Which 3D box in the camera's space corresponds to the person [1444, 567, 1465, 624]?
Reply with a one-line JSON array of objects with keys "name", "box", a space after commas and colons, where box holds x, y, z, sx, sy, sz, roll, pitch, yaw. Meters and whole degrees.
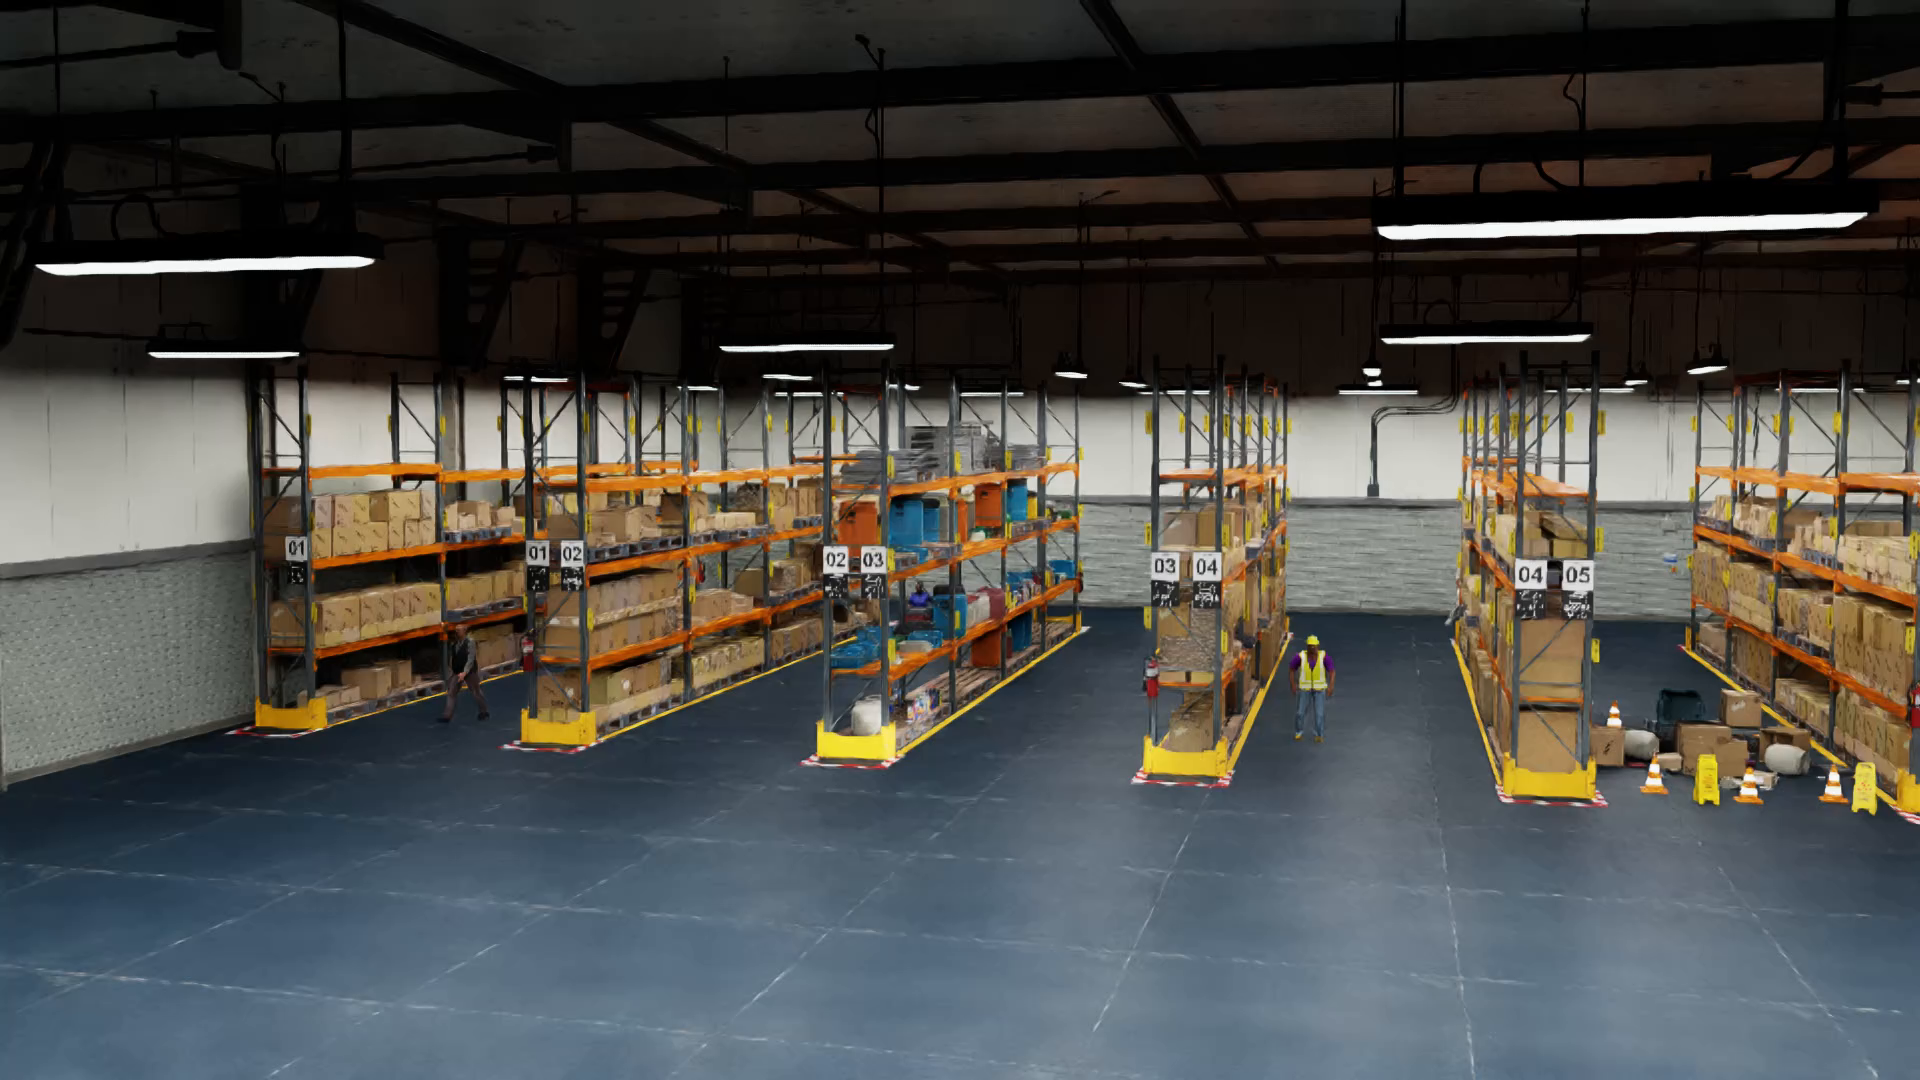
[{"name": "person", "box": [12.480, 1.402, 41.480, 0.736, 1.492, 0.503, -2, 4, -27]}]

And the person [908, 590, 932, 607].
[{"name": "person", "box": [-0.857, 1.778, 36.642, 0.532, 1.401, 0.775, 1, 4, 20]}]

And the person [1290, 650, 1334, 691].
[{"name": "person", "box": [5.552, 2.043, 26.230, 0.690, 0.659, 0.394, 1, 4, 13]}]
